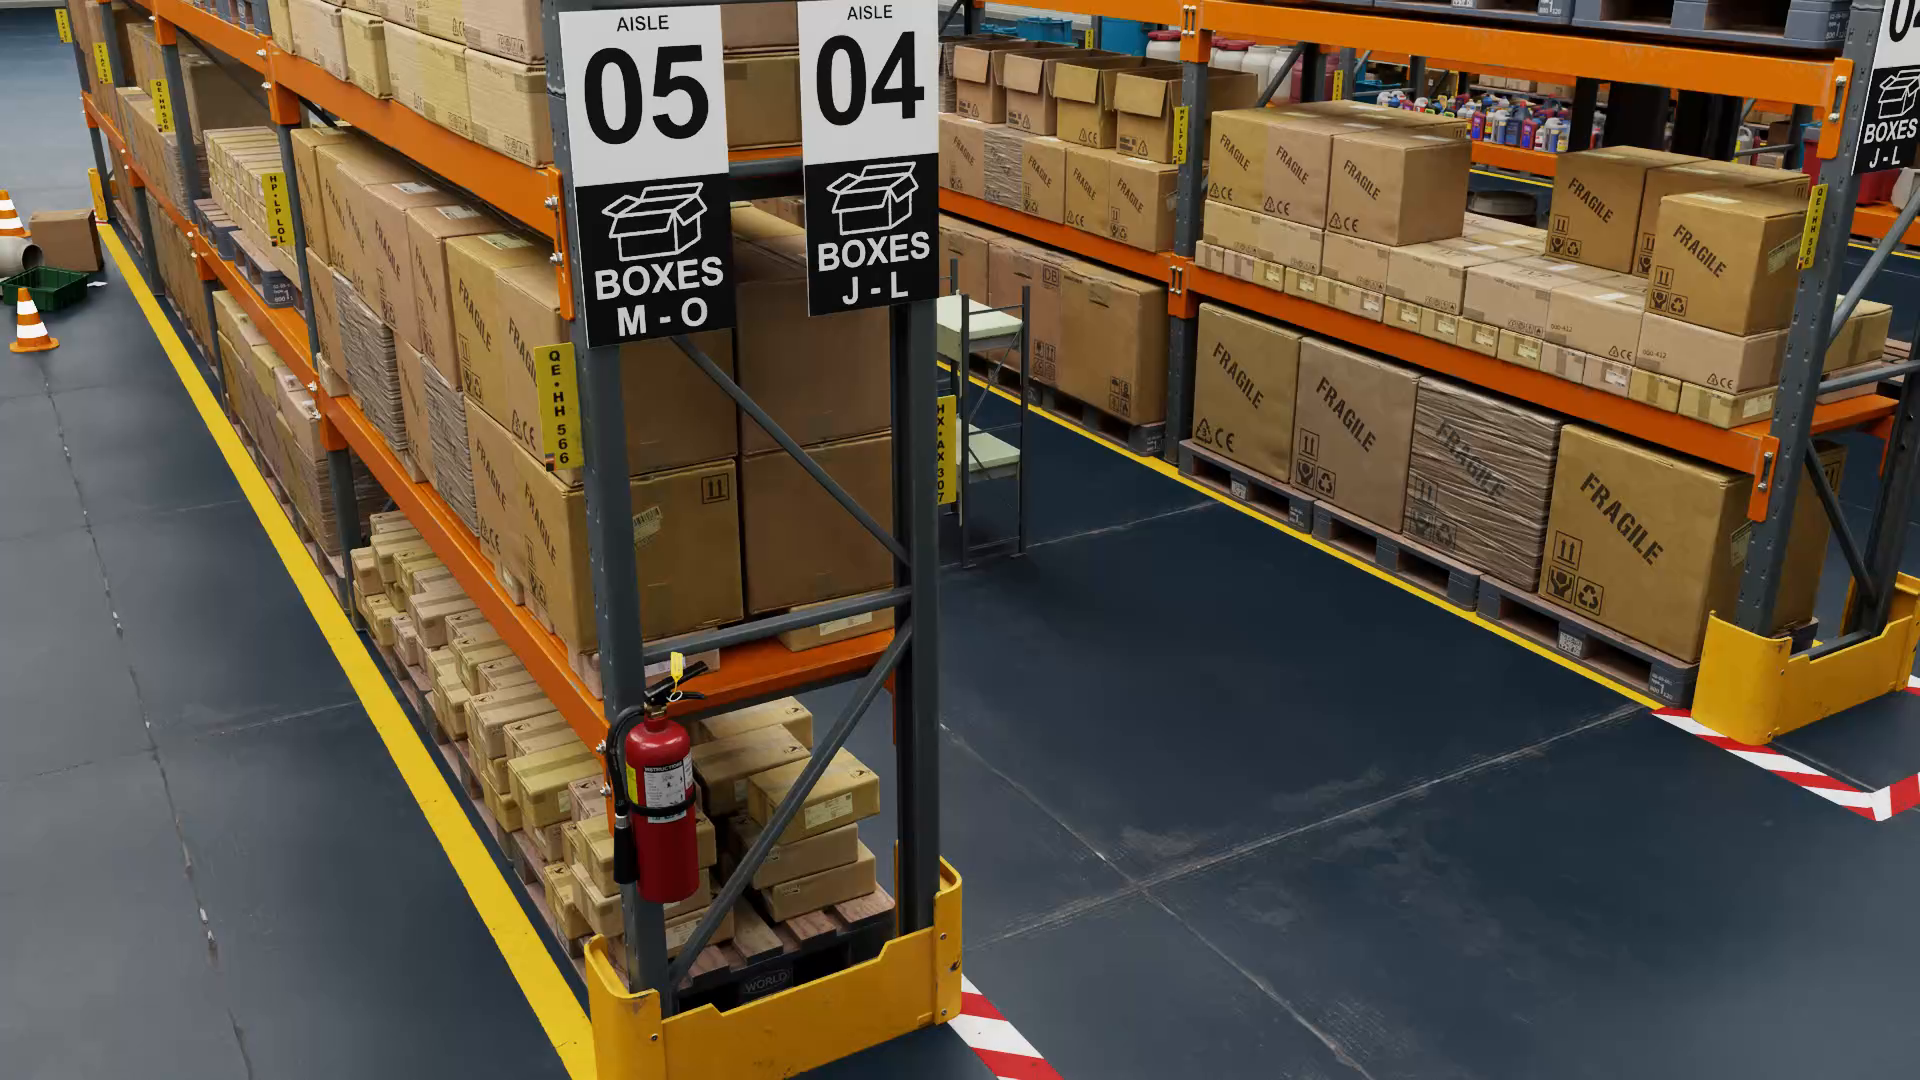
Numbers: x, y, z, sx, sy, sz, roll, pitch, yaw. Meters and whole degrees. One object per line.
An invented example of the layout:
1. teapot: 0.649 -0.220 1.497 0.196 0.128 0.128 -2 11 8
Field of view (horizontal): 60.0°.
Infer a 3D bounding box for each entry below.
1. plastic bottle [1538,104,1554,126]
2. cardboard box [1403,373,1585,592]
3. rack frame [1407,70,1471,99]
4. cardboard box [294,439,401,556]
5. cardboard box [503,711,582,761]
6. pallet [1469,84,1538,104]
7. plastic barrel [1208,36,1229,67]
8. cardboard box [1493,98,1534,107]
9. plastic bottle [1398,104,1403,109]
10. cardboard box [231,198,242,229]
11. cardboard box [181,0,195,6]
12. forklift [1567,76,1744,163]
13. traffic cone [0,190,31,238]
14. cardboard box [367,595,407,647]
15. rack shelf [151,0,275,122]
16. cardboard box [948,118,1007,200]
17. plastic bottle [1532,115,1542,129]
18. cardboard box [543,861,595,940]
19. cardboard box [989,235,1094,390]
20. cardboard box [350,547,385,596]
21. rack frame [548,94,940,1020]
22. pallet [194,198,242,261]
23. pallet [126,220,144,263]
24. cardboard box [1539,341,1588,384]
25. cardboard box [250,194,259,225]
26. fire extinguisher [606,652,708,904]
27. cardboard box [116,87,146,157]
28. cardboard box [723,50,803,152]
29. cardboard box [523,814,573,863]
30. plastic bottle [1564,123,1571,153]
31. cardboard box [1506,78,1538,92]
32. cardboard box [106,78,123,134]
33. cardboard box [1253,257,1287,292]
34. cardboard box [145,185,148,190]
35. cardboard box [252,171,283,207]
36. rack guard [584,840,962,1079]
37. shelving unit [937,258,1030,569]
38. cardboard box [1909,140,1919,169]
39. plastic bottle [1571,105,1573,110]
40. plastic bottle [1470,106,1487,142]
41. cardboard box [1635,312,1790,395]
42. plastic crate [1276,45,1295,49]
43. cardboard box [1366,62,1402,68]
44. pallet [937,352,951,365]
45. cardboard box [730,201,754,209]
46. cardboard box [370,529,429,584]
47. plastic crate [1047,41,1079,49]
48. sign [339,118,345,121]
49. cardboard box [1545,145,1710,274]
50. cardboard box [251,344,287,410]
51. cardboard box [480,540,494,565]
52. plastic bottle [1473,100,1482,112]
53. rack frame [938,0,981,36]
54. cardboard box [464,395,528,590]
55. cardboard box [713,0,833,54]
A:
1. plastic bottle: 5.093 -3.653 14.471 0.061 0.283 0.133 -13 25 -28
2. cardboard box: 2.933 -0.368 8.498 0.875 0.875 0.875 -13 25 -28
3. rack frame: 6.182 -6.460 21.222 1.000 3.000 0.127 -13 25 -28
4. cardboard box: -3.160 -0.273 8.761 0.500 0.500 0.500 -13 26 -29
5. cardboard box: -1.409 0.730 5.971 0.380 0.149 0.250 -14 26 -30
6. pallet: 8.819 -7.123 26.556 1.003 0.211 1.213 -13 25 -28
7. plastic barrel: 2.597 -4.982 17.405 0.433 0.535 0.433 0 22 0
8. cardboard box: 6.907 -5.398 20.957 0.500 0.311 0.500 -12 25 -27
9. plastic bottle: 3.994 -3.845 15.052 0.097 0.201 0.097 0 22 0
10. cardboard box: -4.139 -1.973 9.959 0.380 0.149 0.250 -11 25 -26
11. cardboard box: -4.024 -3.219 9.130 0.500 0.500 0.500 -13 25 -28
12. forklift: 4.077 -2.185 10.793 1.130 2.935 3.031 -13 26 -30
13. traffic cone: -9.645 -3.309 16.839 0.336 0.463 0.334 -13 25 -28
14. cardboard box: -2.520 0.347 7.703 0.380 0.149 0.250 -12 25 -27
15. rack shelf: -3.587 -2.749 9.063 1.077 0.370 4.000 -13 25 -28
16. cardboard box: 0.252 -2.766 12.001 0.500 0.500 0.500 -13 26 -29
17. plastic bottle: 4.799 -3.412 13.894 0.097 0.271 0.097 0 22 0
18. cardboard box: -1.189 1.182 5.649 0.380 0.149 0.250 -12 25 -27
19. cardboard box: 0.949 -1.669 11.698 1.225 0.875 0.875 -14 26 -30
20. cardboard box: -2.655 0.122 7.861 0.380 0.149 0.250 -11 25 -26
21. rack frame: -0.522 0.250 4.714 1.000 3.000 0.127 -13 25 -28
22. pallet: -4.153 -2.041 10.604 1.213 0.211 1.003 -13 25 -28
23. pallet: -7.600 -3.000 16.411 1.003 0.211 1.213 -13 25 -28
24. cardboard box: 2.940 -0.854 7.762 0.380 0.149 0.250 -12 25 -27
25. cardboard box: -3.734 -1.858 9.279 0.380 0.149 0.250 -12 25 -26
26. fire extinguisher: -0.790 0.629 4.379 0.296 0.674 0.183 -13 25 -28
27. cardboard box: -6.614 -3.459 13.706 0.500 0.500 0.500 -12 25 -28
28. cardboard box: -0.532 -1.265 4.655 0.500 0.250 0.500 -12 25 -26
29. cardboard box: -1.304 0.954 5.814 0.380 0.149 0.250 -14 26 -30
30. plastic bottle: 5.016 -3.252 13.494 0.152 0.276 0.135 -13 25 -28
31. cardboard box: 8.963 -7.242 26.131 0.500 0.311 0.500 -10 24 -24
32. cardboard box: -7.151 -3.995 14.958 0.875 0.550 0.550 -13 25 -28
33. cardboard box: 1.885 -1.520 9.401 0.380 0.149 0.250 -12 25 -27
34. cardboard box: -6.913 -3.062 15.126 0.875 0.875 0.875 -12 25 -27
35. cardboard box: -3.603 -1.913 9.021 0.380 0.149 0.250 -14 26 -31
36. rack guard: -0.561 1.383 5.245 1.175 0.500 0.348 -13 25 -28
37. shelving unit: -0.003 -0.697 9.034 0.431 1.500 0.755 -13 25 -28
38. cardboard box: 9.720 -3.791 16.394 0.500 0.250 0.500 -13 25 -28
39. plastic bottle: 5.285 -3.638 14.433 0.061 0.283 0.133 -13 25 -28
40. plastic bottle: 4.459 -3.575 14.278 0.061 0.283 0.133 -13 25 -28
41. cardboard box: 3.318 -0.846 7.213 0.500 0.250 0.500 -13 26 -29
42. plastic crate: 3.403 -4.826 17.115 0.402 0.464 0.583 -13 25 -28
43. cardboard box: 5.704 -6.263 22.833 0.500 0.500 0.500 -13 25 -28
44. pallet: 0.045 -1.700 13.213 1.003 0.211 1.213 -13 25 -28
45. cardboard box: -1.033 -0.929 5.757 0.500 0.500 0.500 -13 26 -29
46. cardboard box: -2.478 0.057 7.625 0.380 0.149 0.250 -11 25 -26
47. plastic crate: 1.123 -5.746 19.662 0.499 0.251 0.616 -13 25 -28
48. sign: -4.147 -2.947 11.146 0.100 0.325 0.005 -13 25 -28
49. cardboard box: 3.255 -1.623 8.129 0.500 0.500 0.500 -13 26 -30
50. cardboard box: -3.696 -0.959 9.453 0.500 0.250 0.500 -14 26 -31
51. cardboard box: -1.427 -0.020 5.711 0.380 0.149 0.250 -14 26 -31
52. plastic bottle: 4.749 -3.926 15.251 0.097 0.201 0.097 0 22 0
53. rack frame: -0.293 -3.261 13.352 1.000 3.000 0.127 -13 25 -28
54. cardboard box: -1.231 -0.198 5.287 0.500 0.500 0.500 -13 26 -29
55. cardboard box: -0.528 -1.497 4.563 0.500 0.250 0.500 -12 25 -27
